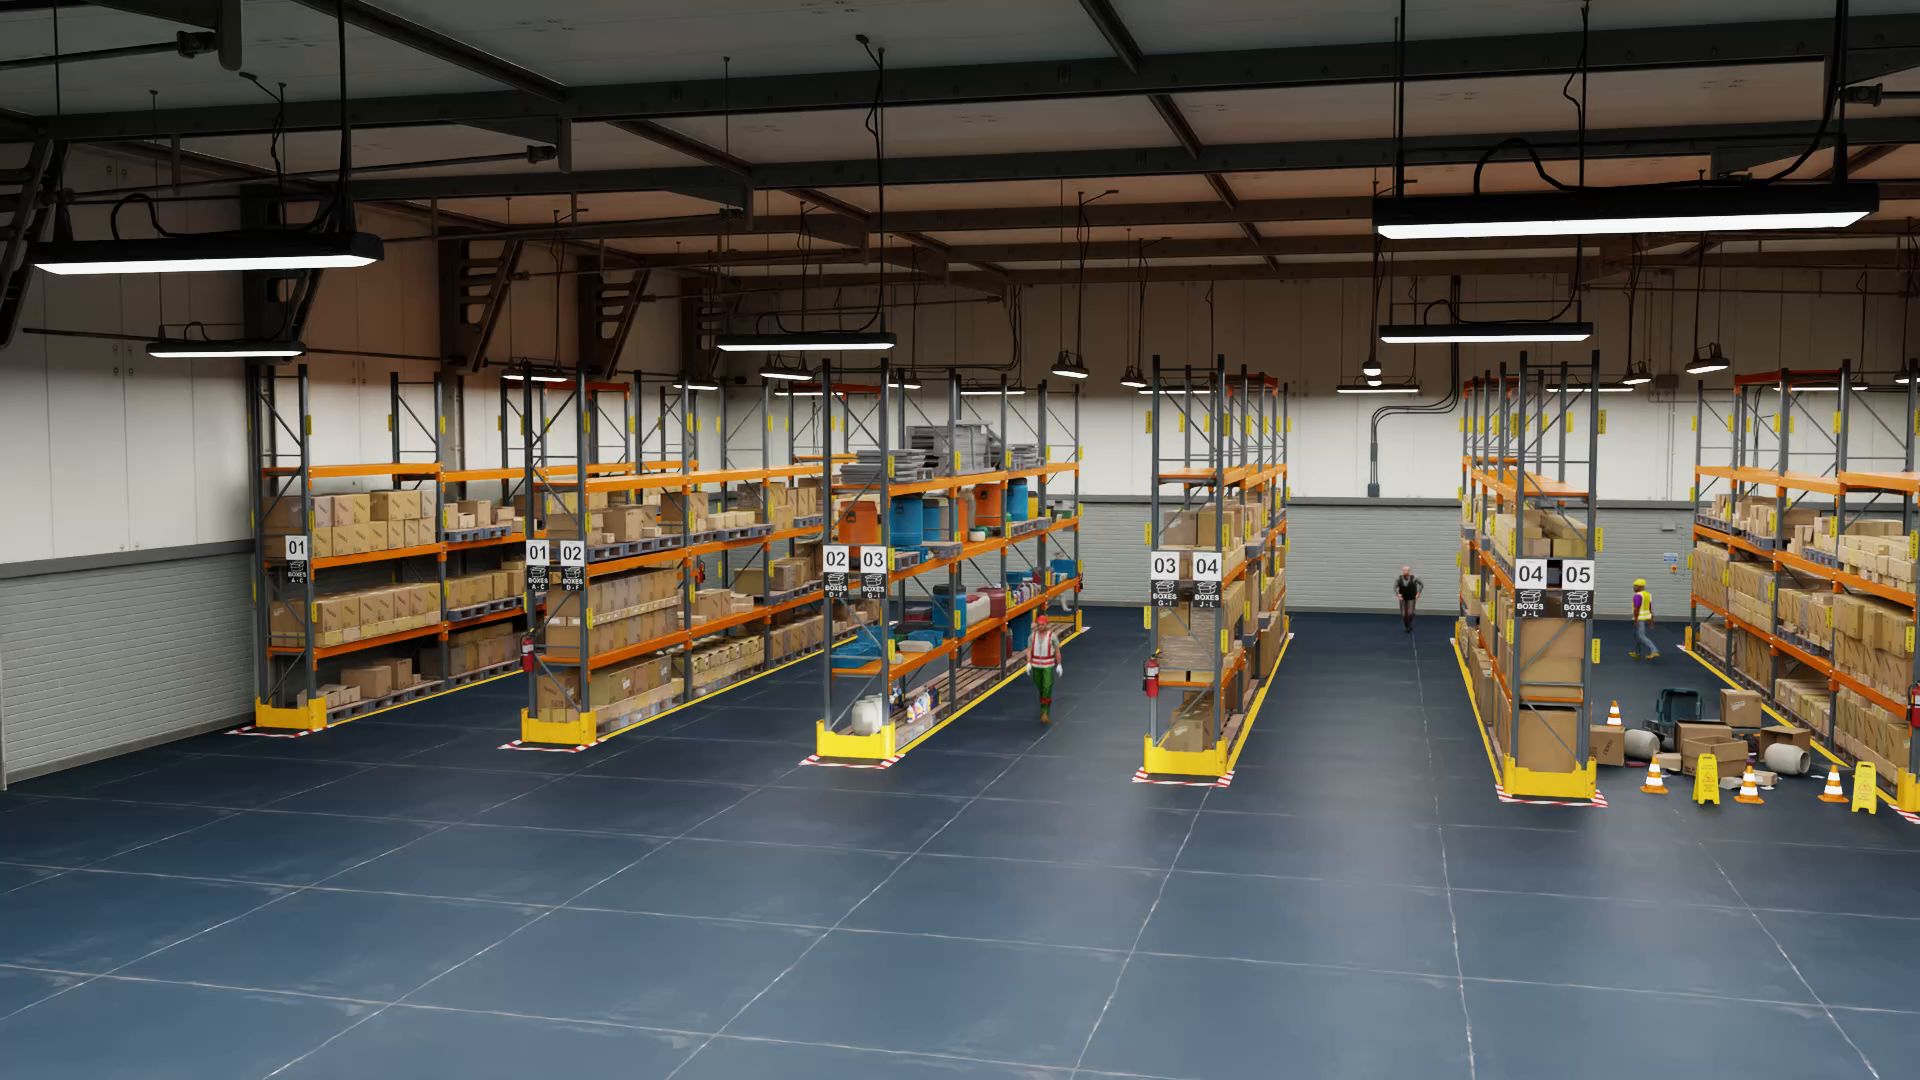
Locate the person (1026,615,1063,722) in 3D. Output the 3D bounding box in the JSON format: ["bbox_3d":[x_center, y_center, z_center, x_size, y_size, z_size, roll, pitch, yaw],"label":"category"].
[{"bbox_3d":[1.402,2.154,28.209,0.587,1.742,0.925,2,4,22],"label":"person"}]

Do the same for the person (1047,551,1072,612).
[{"bbox_3d":[2.631,1.101,44.831,1.073,1.612,0.459,3,5,34],"label":"person"}]

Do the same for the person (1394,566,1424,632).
[{"bbox_3d":[10.806,1.428,40.036,0.702,1.630,0.712,2,4,24],"label":"person"}]

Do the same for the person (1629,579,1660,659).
[{"bbox_3d":[14.601,1.704,35.423,0.631,1.713,0.923,-2,5,-31],"label":"person"}]
